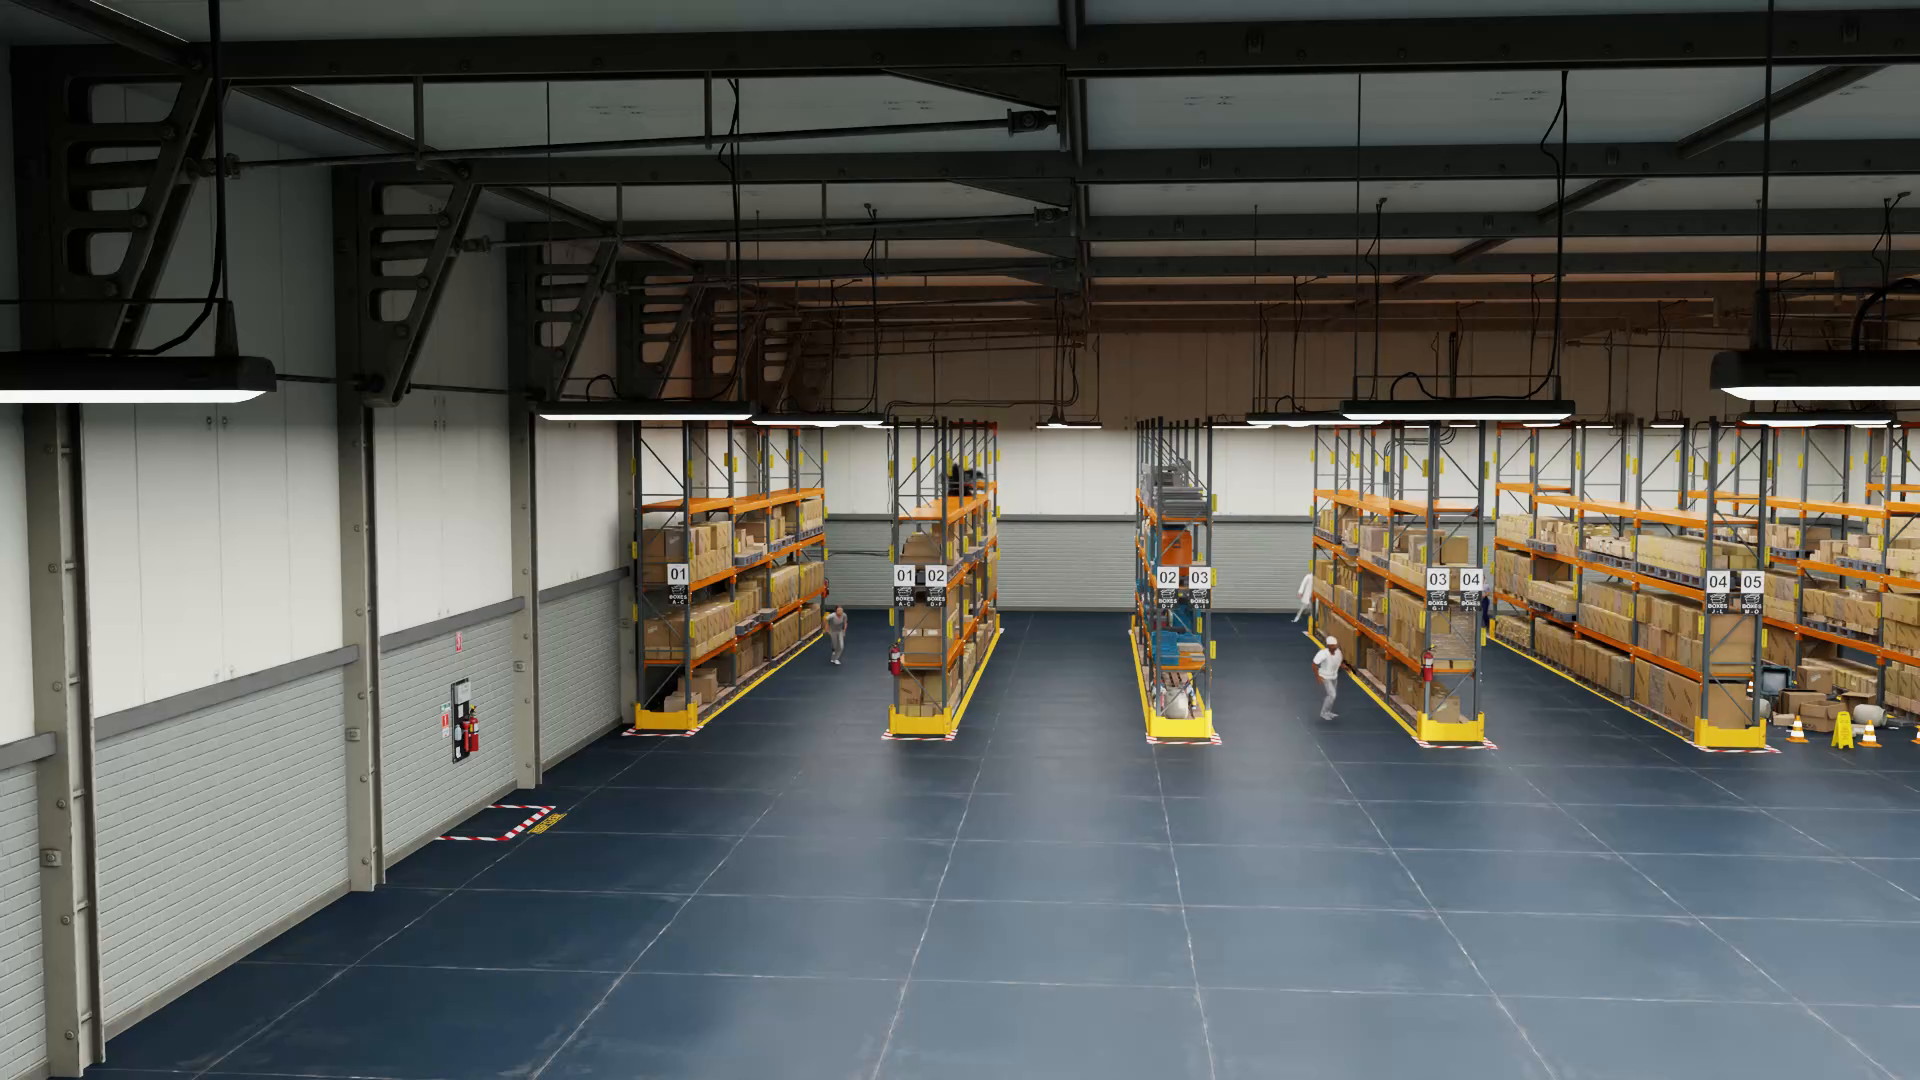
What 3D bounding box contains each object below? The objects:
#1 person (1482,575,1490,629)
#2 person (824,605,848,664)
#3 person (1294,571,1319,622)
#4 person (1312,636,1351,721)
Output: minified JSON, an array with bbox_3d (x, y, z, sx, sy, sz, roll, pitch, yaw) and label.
[{"bbox_3d":[15.004,1.806,47.803,0.506,1.666,0.800,3,5,38],"label":"person"},{"bbox_3d":[-3.076,2.316,40.965,0.580,1.500,0.760,-1,4,-19],"label":"person"},{"bbox_3d":[10.333,1.643,49.269,0.802,1.720,0.829,-1,4,-21],"label":"person"},{"bbox_3d":[7.361,2.750,33.055,0.697,1.709,0.767,-3,5,-38],"label":"person"}]
